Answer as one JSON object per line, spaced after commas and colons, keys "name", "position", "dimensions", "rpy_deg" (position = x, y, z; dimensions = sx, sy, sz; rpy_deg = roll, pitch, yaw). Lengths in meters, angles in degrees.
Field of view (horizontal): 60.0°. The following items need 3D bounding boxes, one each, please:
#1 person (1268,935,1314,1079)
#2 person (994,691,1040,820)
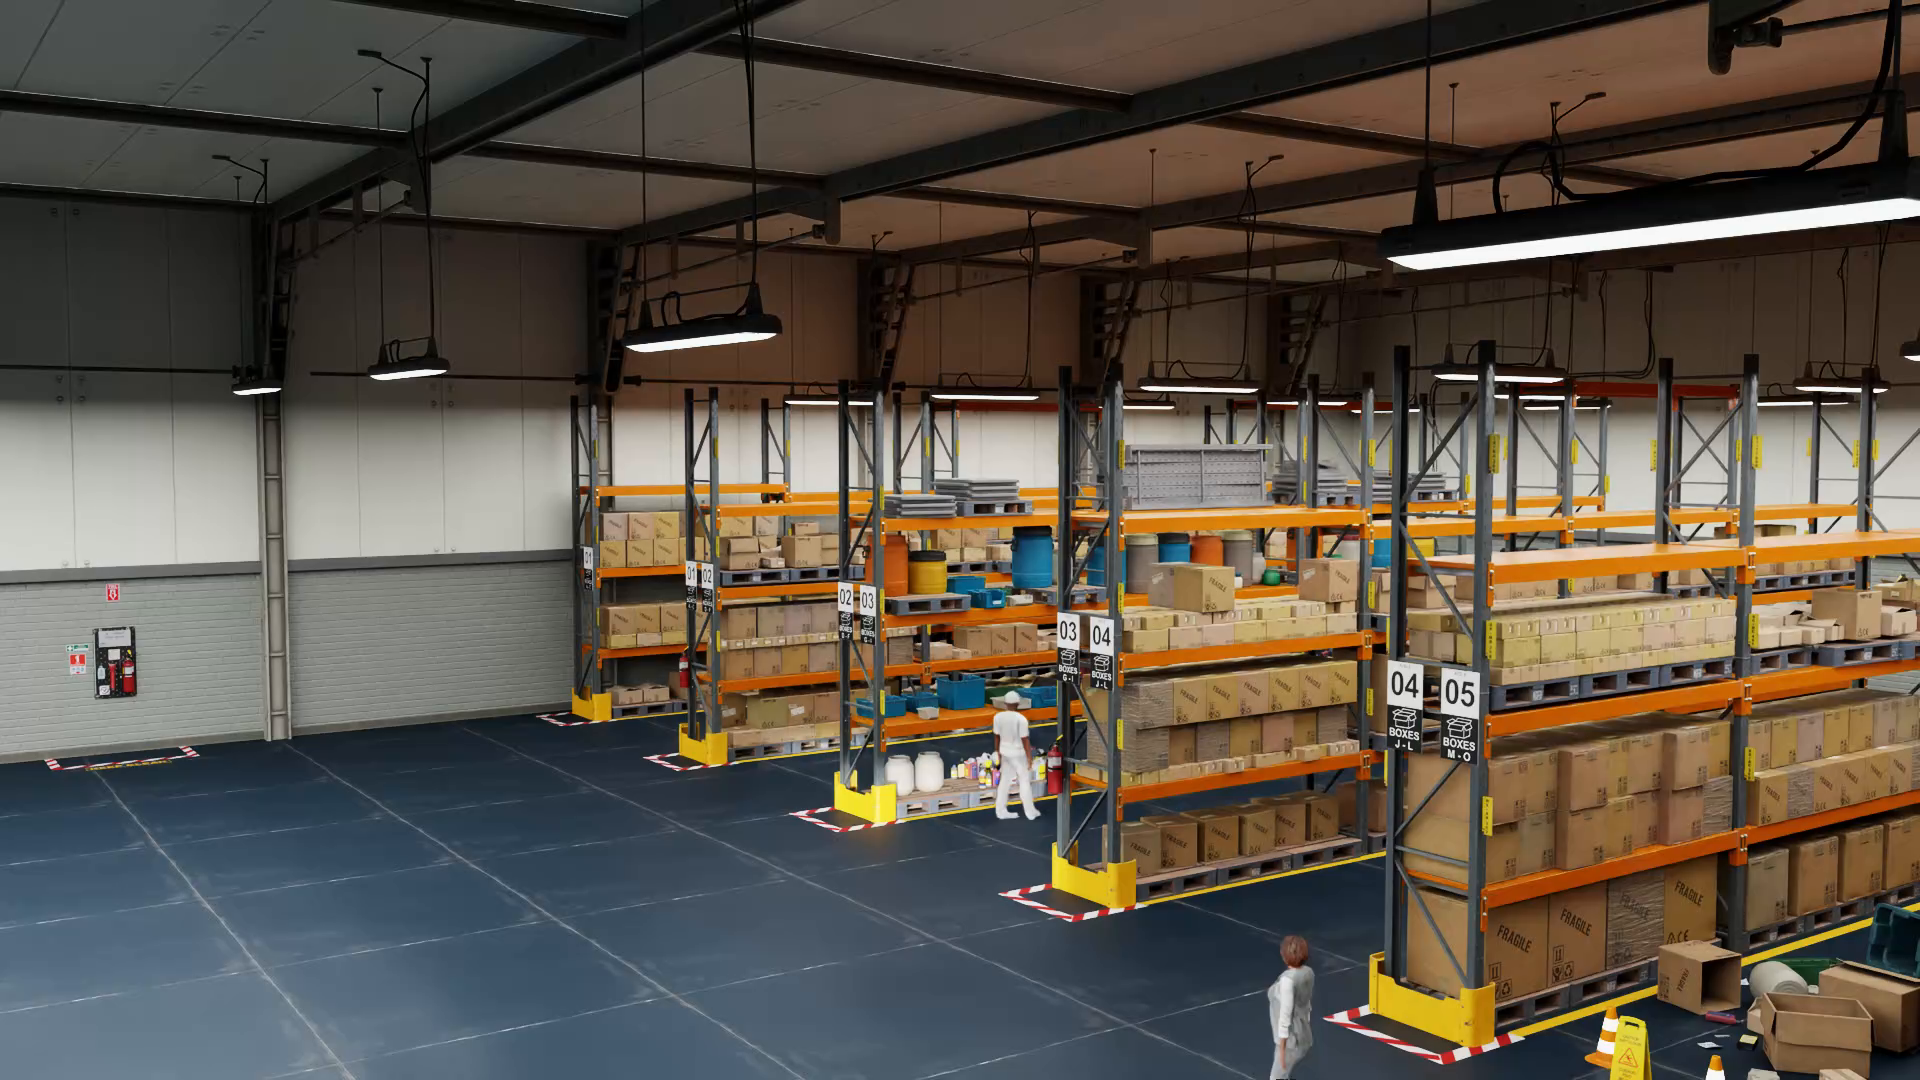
{"name": "person", "position": [2.451, 3.633, 11.974], "dimensions": [0.475, 1.593, 0.417], "rpy_deg": [0, 3, 6]}
{"name": "person", "position": [0.818, 2.923, 22.661], "dimensions": [0.621, 1.759, 0.551], "rpy_deg": [-2, 4, -32]}
